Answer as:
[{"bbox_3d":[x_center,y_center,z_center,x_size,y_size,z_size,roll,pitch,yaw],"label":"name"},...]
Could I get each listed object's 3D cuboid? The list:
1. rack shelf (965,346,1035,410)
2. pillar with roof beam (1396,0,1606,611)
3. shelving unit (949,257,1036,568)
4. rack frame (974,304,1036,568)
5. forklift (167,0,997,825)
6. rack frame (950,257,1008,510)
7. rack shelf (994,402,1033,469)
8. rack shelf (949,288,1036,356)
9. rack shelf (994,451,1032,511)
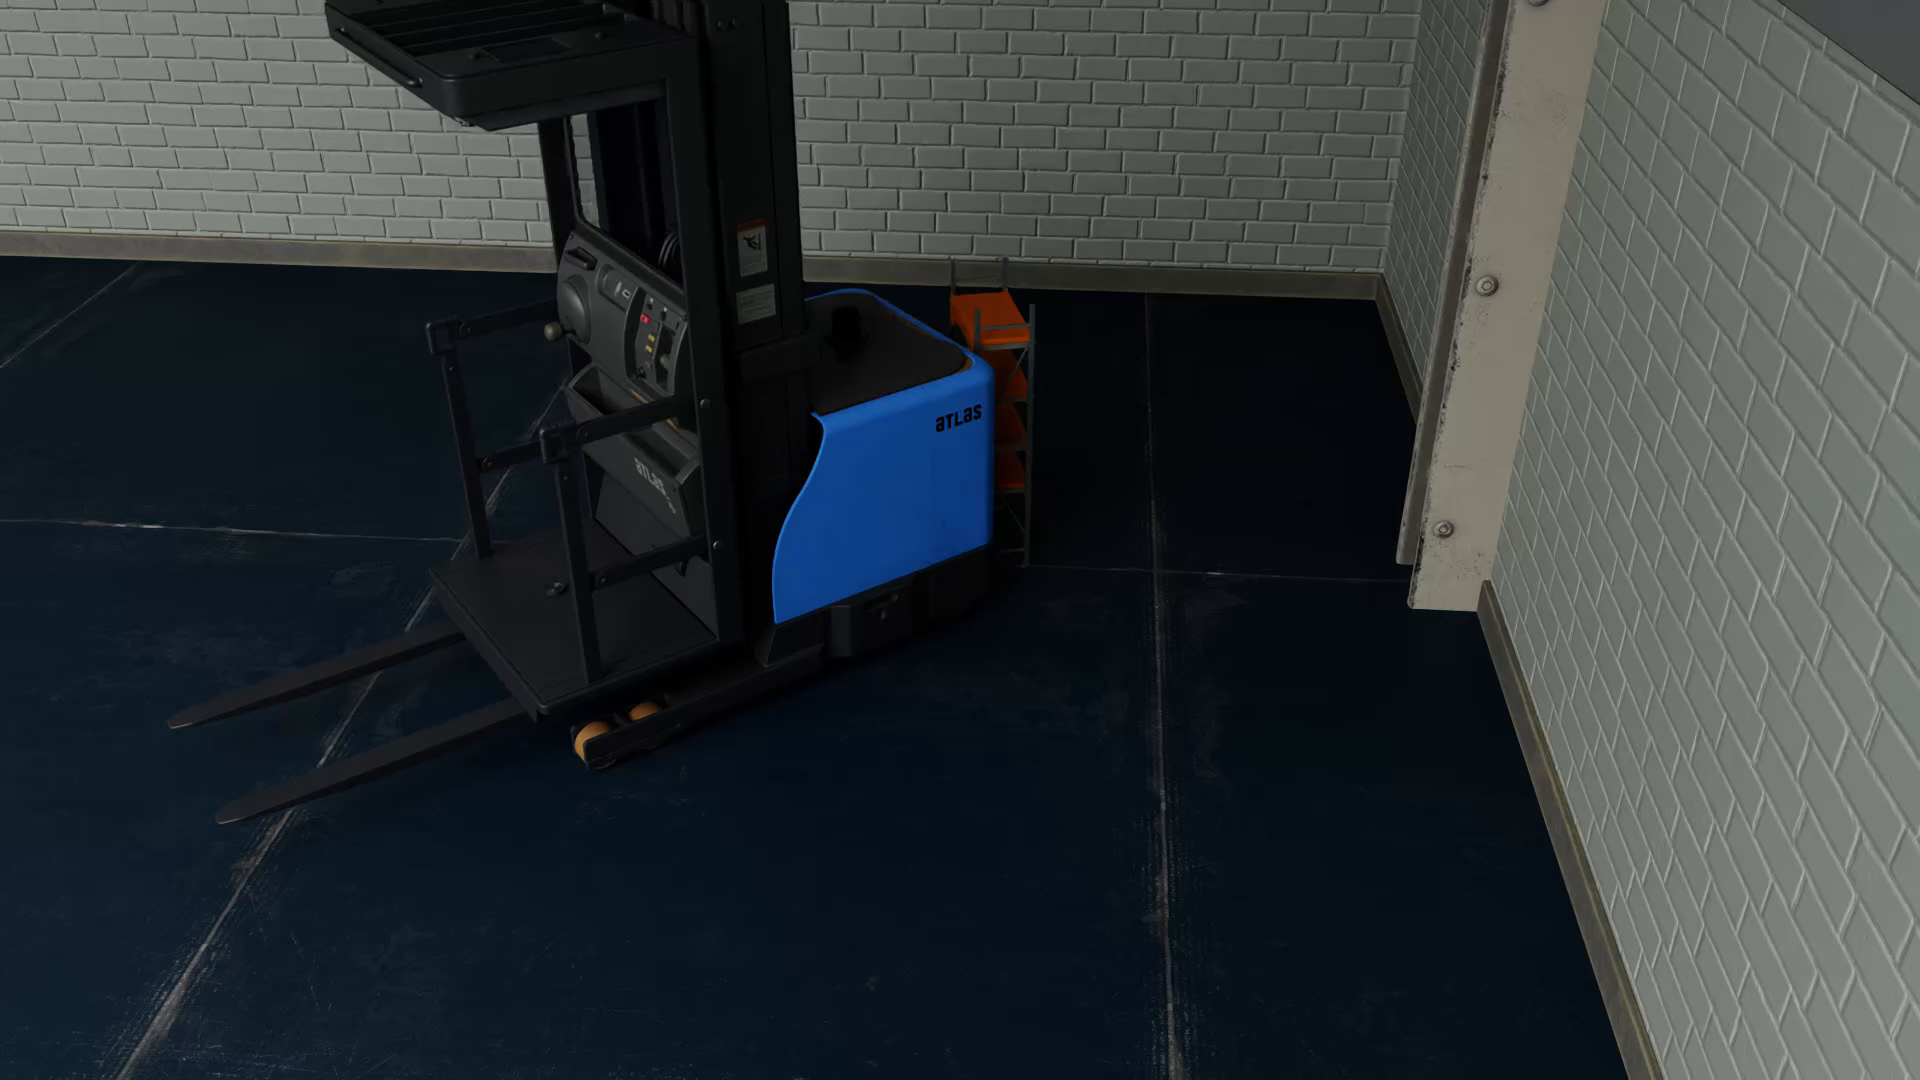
[{"bbox_3d":[0.126,-0.649,6.861,0.258,0.148,0.480,-6,32,-10],"label":"rack shelf"},{"bbox_3d":[-2.285,-3.833,4.893,9.100,9.000,0.400,2,32,4],"label":"pillar with roof beam"},{"bbox_3d":[0.126,-0.516,6.943,0.258,1.200,0.503,-6,32,-10],"label":"shelving unit"},{"bbox_3d":[0.174,-0.390,6.740,0.240,1.200,0.015,-6,32,-10],"label":"rack frame"},{"bbox_3d":[-1.345,-0.749,5.671,3.031,2.935,1.130,-21,37,-30],"label":"forklift"},{"bbox_3d":[0.078,-0.641,7.147,0.240,1.200,0.015,-6,32,-10],"label":"rack frame"},{"bbox_3d":[0.126,-0.458,6.979,0.258,0.148,0.480,-6,32,-10],"label":"rack shelf"},{"bbox_3d":[0.126,-0.850,6.737,0.258,0.148,0.480,-6,32,-10],"label":"rack shelf"},{"bbox_3d":[0.126,-0.289,7.083,0.258,0.148,0.480,-6,32,-10],"label":"rack shelf"}]
